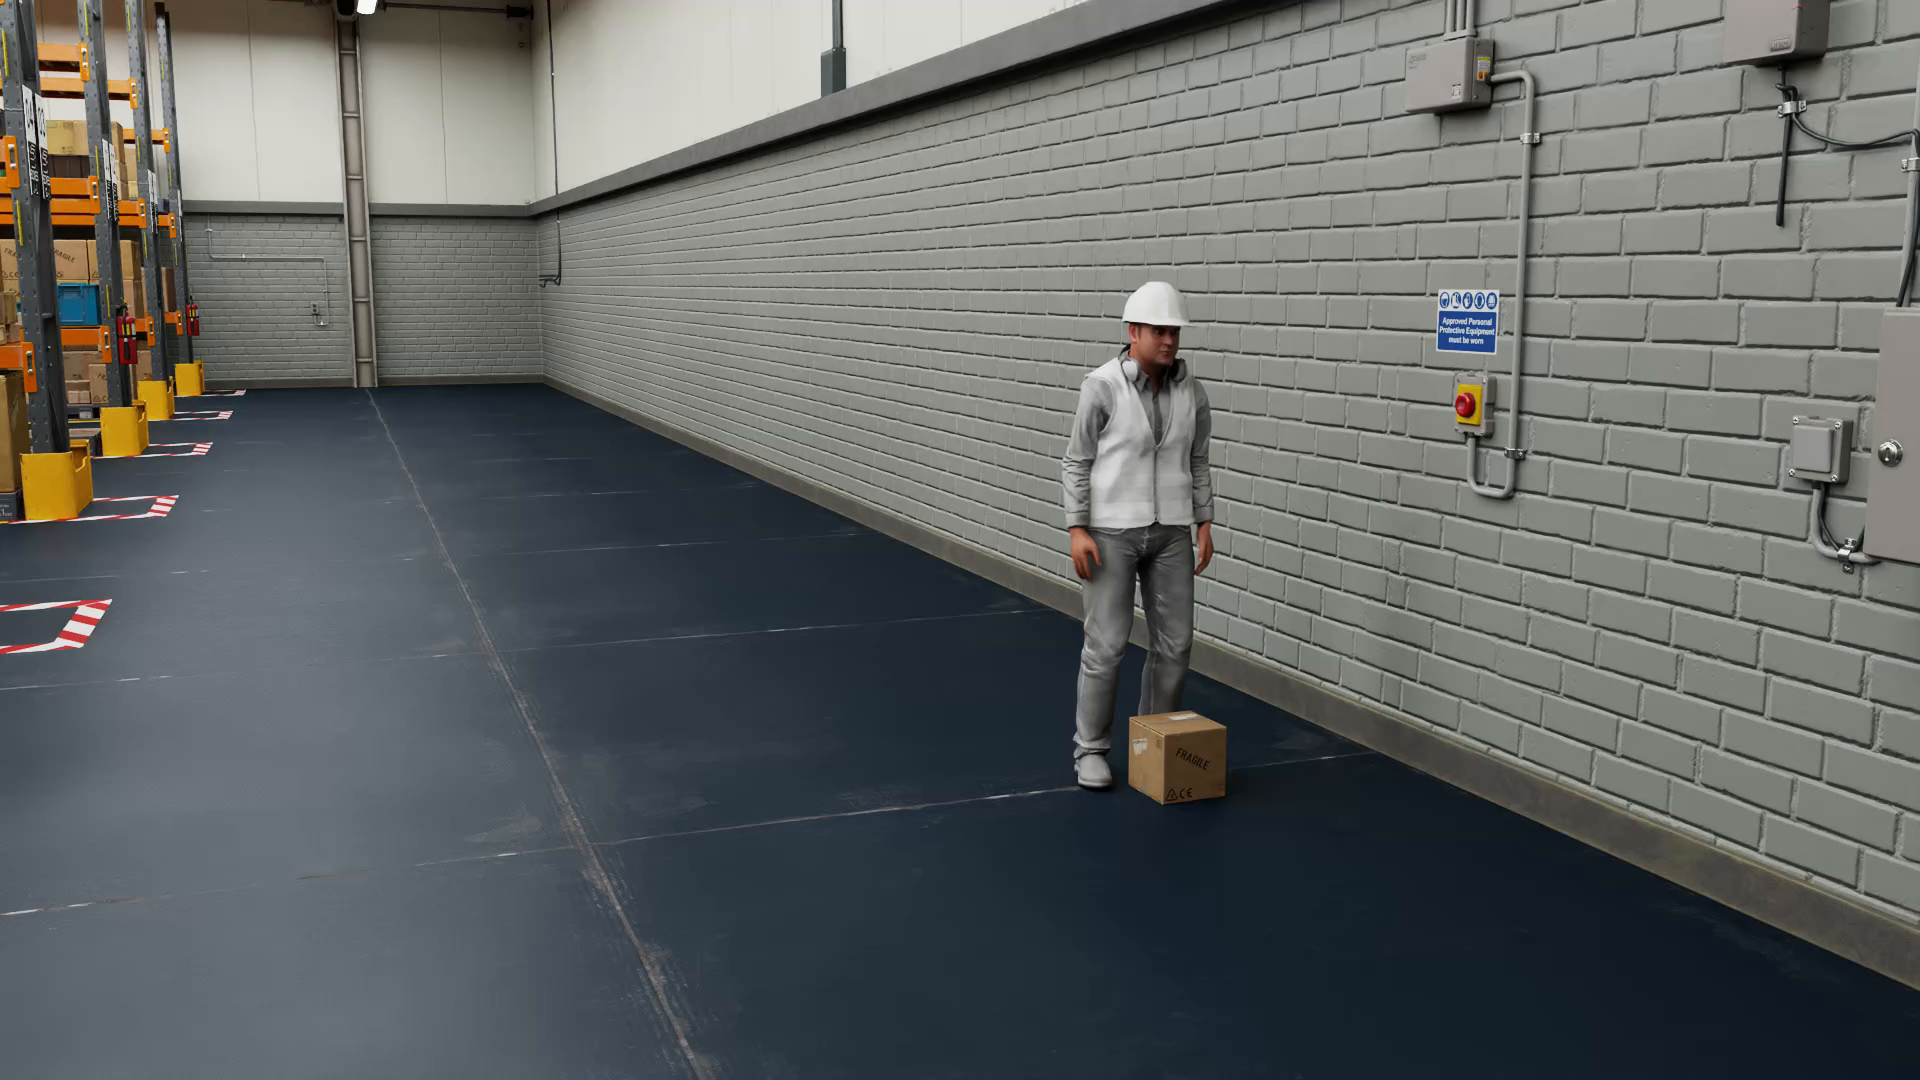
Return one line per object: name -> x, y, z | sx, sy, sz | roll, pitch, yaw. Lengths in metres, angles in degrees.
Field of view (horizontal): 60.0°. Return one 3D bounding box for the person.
person -> 0.645, -0.028, 5.948 | 0.580, 1.771, 0.461 | -3, 9, -21
